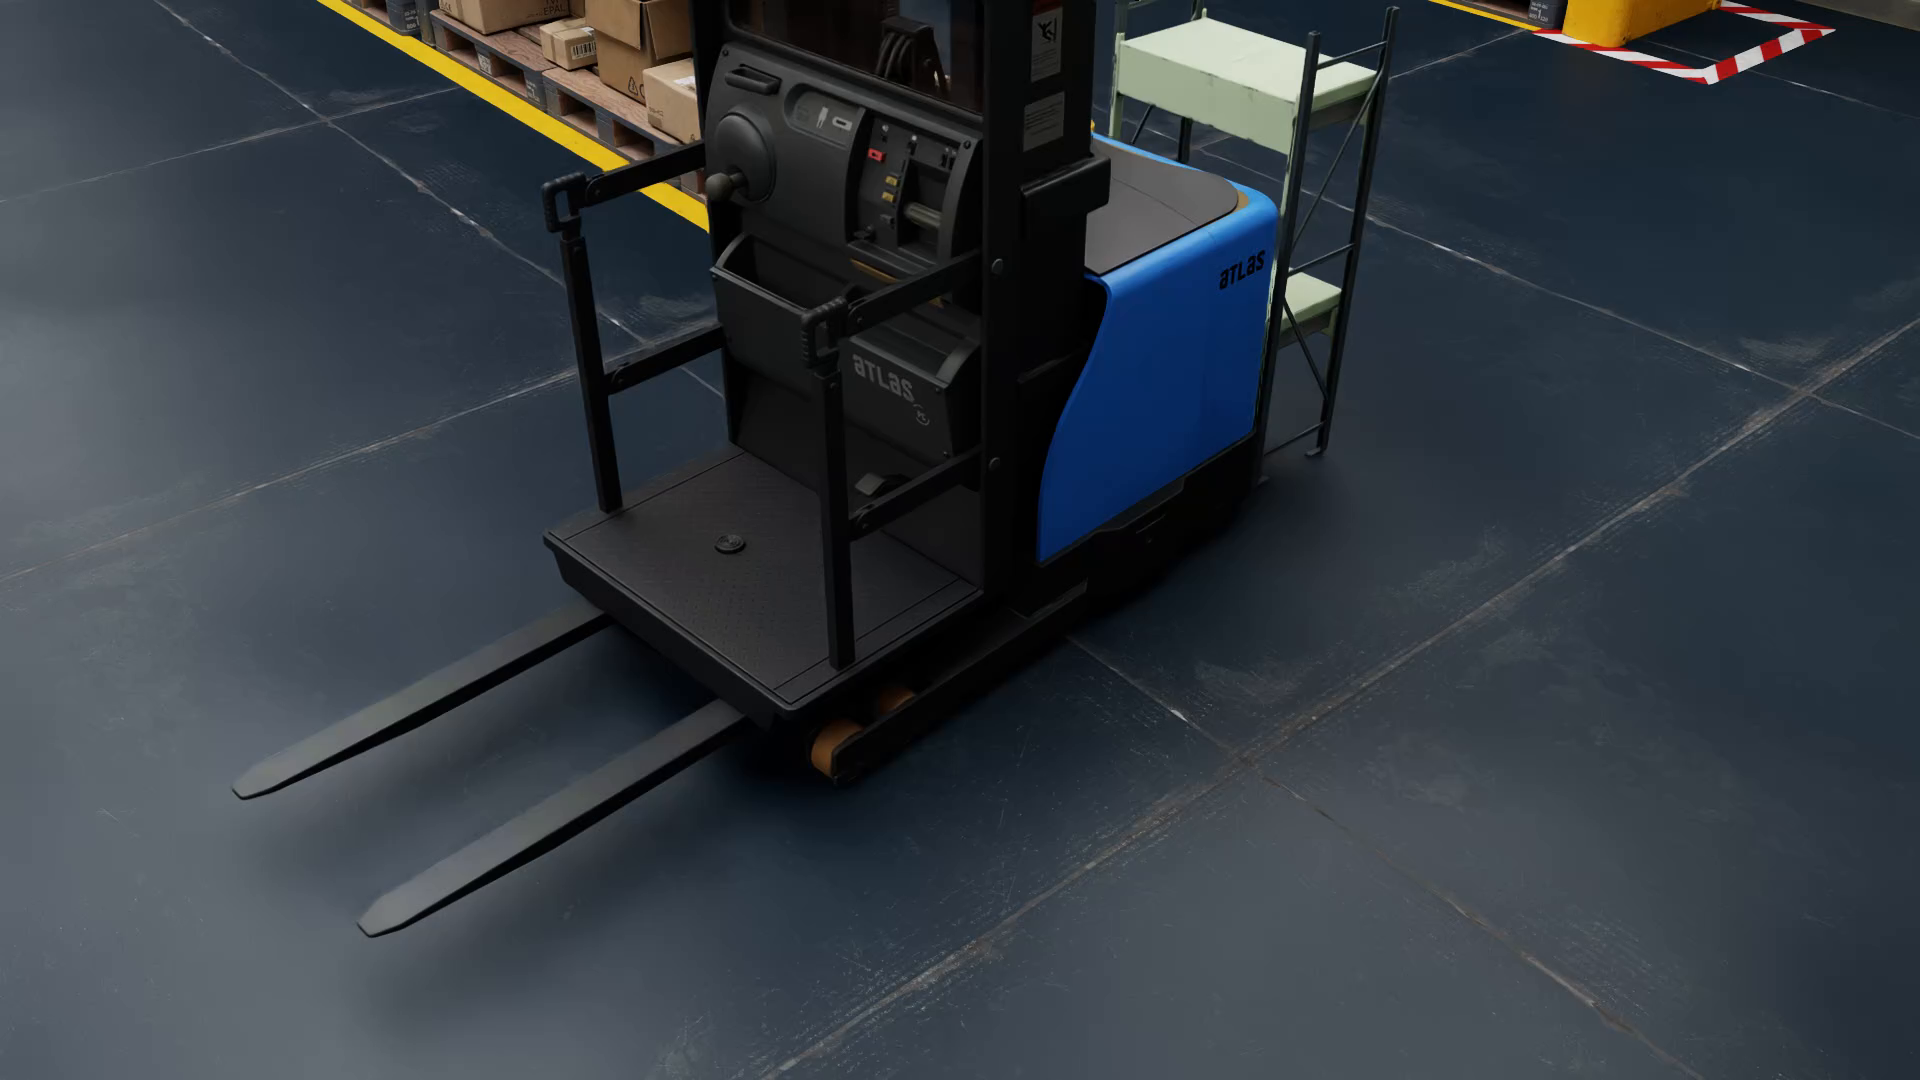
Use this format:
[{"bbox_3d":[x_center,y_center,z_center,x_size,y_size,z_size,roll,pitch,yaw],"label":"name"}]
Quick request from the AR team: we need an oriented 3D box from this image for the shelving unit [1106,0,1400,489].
[{"bbox_3d":[0.868,-1.020,5.384,0.431,1.500,0.755,-26,43,-34],"label":"shelving unit"}]

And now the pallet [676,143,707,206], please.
[{"bbox_3d":[-0.497,-1.580,7.299,1.003,0.211,1.213,-26,43,-32],"label":"pallet"}]

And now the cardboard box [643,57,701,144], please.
[{"bbox_3d":[-1.062,-1.970,7.434,0.500,0.250,0.500,-26,43,-32],"label":"cardboard box"}]

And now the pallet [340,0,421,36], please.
[{"bbox_3d":[-3.068,-3.306,9.736,1.003,0.211,1.213,-26,43,-32],"label":"pallet"}]

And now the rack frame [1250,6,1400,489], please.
[{"bbox_3d":[1.113,-0.863,5.162,0.400,1.500,0.023,-26,43,-34],"label":"rack frame"}]

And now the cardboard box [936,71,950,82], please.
[{"bbox_3d":[-0.390,-1.957,7.417,0.500,0.250,0.500,-26,43,-32],"label":"cardboard box"}]

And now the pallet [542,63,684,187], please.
[{"bbox_3d":[-1.280,-2.119,8.059,1.003,0.211,1.213,-26,43,-32],"label":"pallet"}]

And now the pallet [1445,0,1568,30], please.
[{"bbox_3d":[3.273,-3.368,9.824,1.003,0.211,1.213,-26,43,-32],"label":"pallet"}]

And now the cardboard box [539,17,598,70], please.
[{"bbox_3d":[-1.843,-2.479,8.225,0.380,0.166,0.250,-26,43,-32],"label":"cardboard box"}]

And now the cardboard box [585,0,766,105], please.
[{"bbox_3d":[-1.298,-2.433,7.869,0.797,0.503,0.637,-26,43,-32],"label":"cardboard box"}]

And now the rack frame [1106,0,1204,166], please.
[{"bbox_3d":[0.624,-1.177,5.606,0.400,1.500,0.023,-26,43,-34],"label":"rack frame"}]

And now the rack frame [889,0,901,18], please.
[{"bbox_3d":[0.067,-2.333,5.949,1.000,3.000,0.127,-26,43,-32],"label":"rack frame"}]

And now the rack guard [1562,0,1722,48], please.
[{"bbox_3d":[3.864,-3.152,9.268,1.175,0.500,0.348,-26,43,-32],"label":"rack guard"}]

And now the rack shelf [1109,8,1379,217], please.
[{"bbox_3d":[0.875,-1.342,5.163,0.431,0.370,0.720,-26,43,-34],"label":"rack shelf"}]

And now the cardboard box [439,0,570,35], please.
[{"bbox_3d":[-2.409,-2.916,8.717,0.500,0.311,0.500,-26,43,-32],"label":"cardboard box"}]

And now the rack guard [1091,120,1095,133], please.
[{"bbox_3d":[0.018,-1.347,6.719,1.175,0.500,0.348,-26,43,-32],"label":"rack guard"}]

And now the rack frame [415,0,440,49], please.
[{"bbox_3d":[-2.514,-4.099,8.443,1.000,3.000,0.127,-26,43,-32],"label":"rack frame"}]

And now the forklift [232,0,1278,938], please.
[{"bbox_3d":[-0.460,-0.901,3.986,1.130,2.935,3.031,30,45,35],"label":"forklift"}]

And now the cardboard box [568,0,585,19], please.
[{"bbox_3d":[-1.930,-3.113,8.832,0.500,0.500,0.500,-26,43,-32],"label":"cardboard box"}]

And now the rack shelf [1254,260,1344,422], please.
[{"bbox_3d":[0.863,-0.751,5.568,0.431,0.370,0.720,-26,43,-34],"label":"rack shelf"}]

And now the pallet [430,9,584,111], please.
[{"bbox_3d":[-2.072,-2.658,8.820,1.003,0.211,1.213,-26,43,-32],"label":"pallet"}]
